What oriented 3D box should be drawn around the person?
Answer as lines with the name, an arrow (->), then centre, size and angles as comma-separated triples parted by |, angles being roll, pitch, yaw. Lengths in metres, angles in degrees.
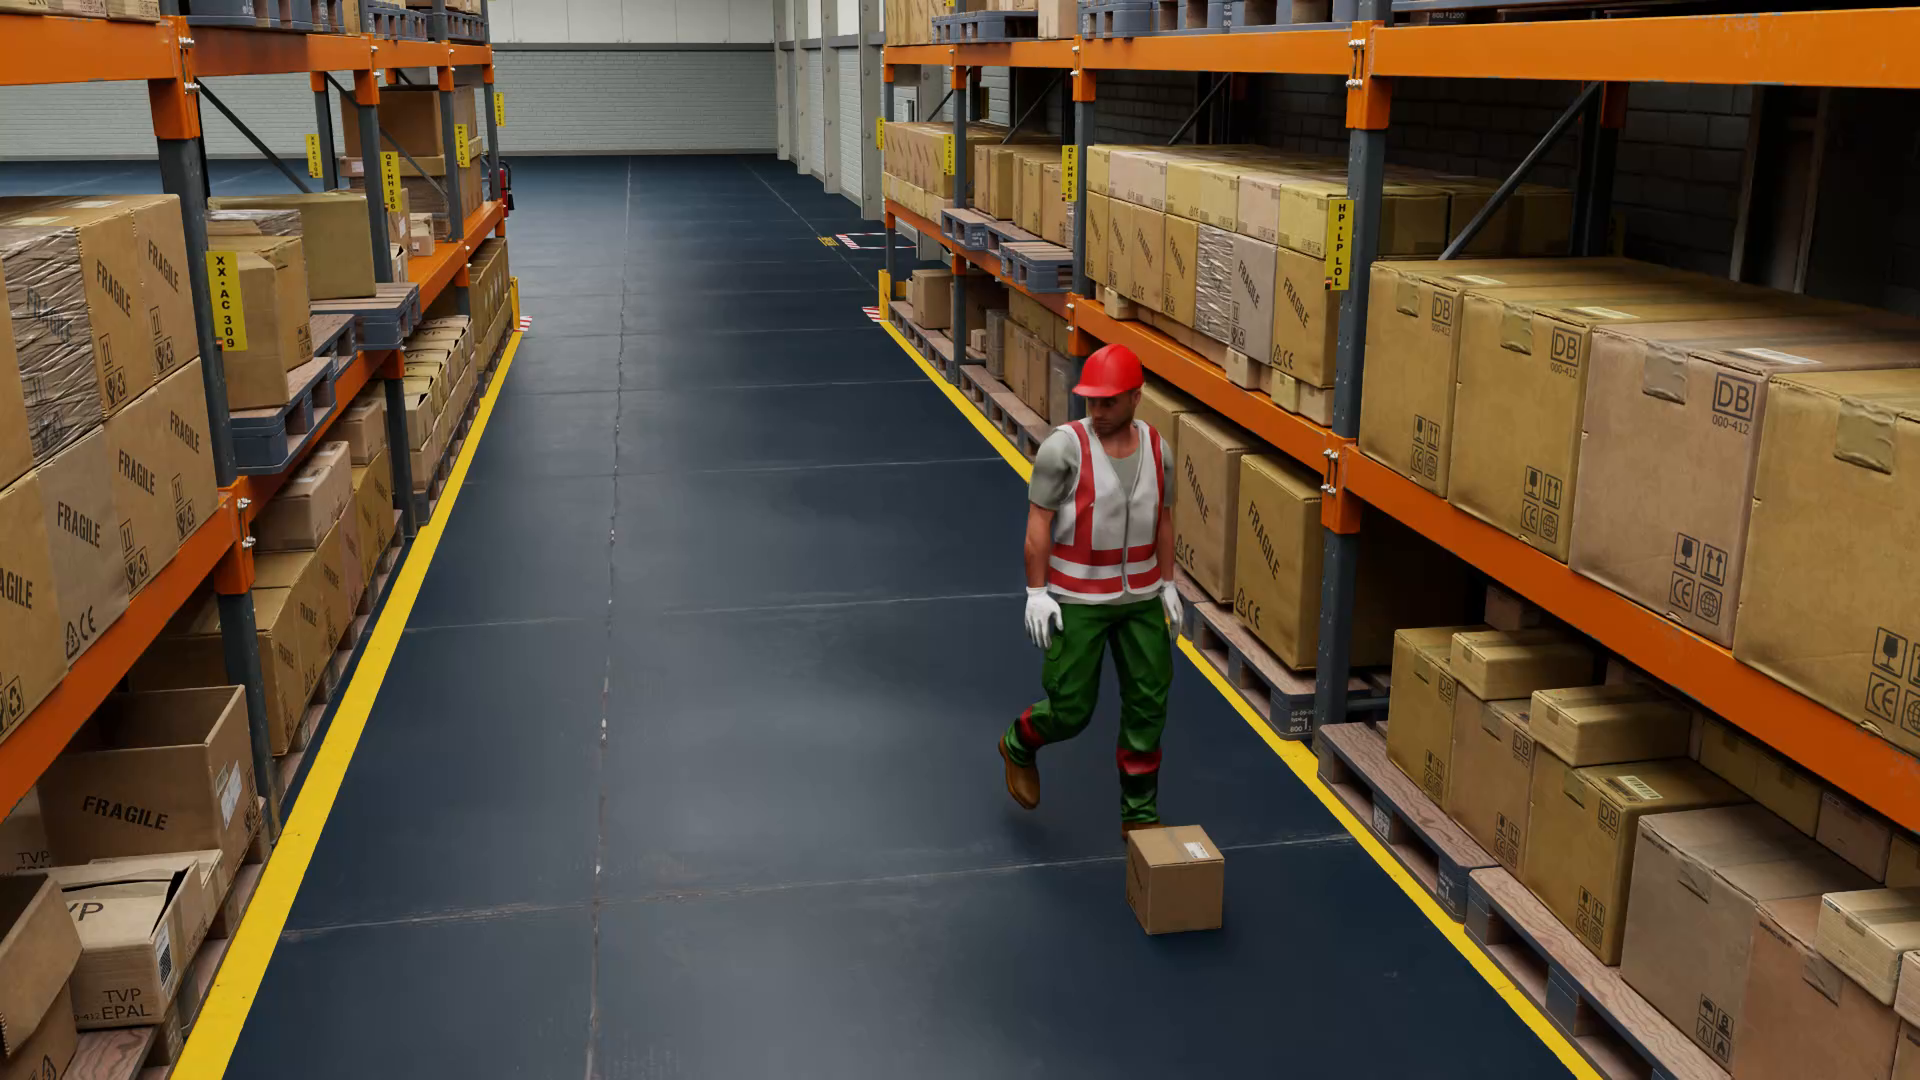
person -> 0.490, 0.197, 5.772 | 0.604, 1.775, 0.711 | -7, 18, -24
